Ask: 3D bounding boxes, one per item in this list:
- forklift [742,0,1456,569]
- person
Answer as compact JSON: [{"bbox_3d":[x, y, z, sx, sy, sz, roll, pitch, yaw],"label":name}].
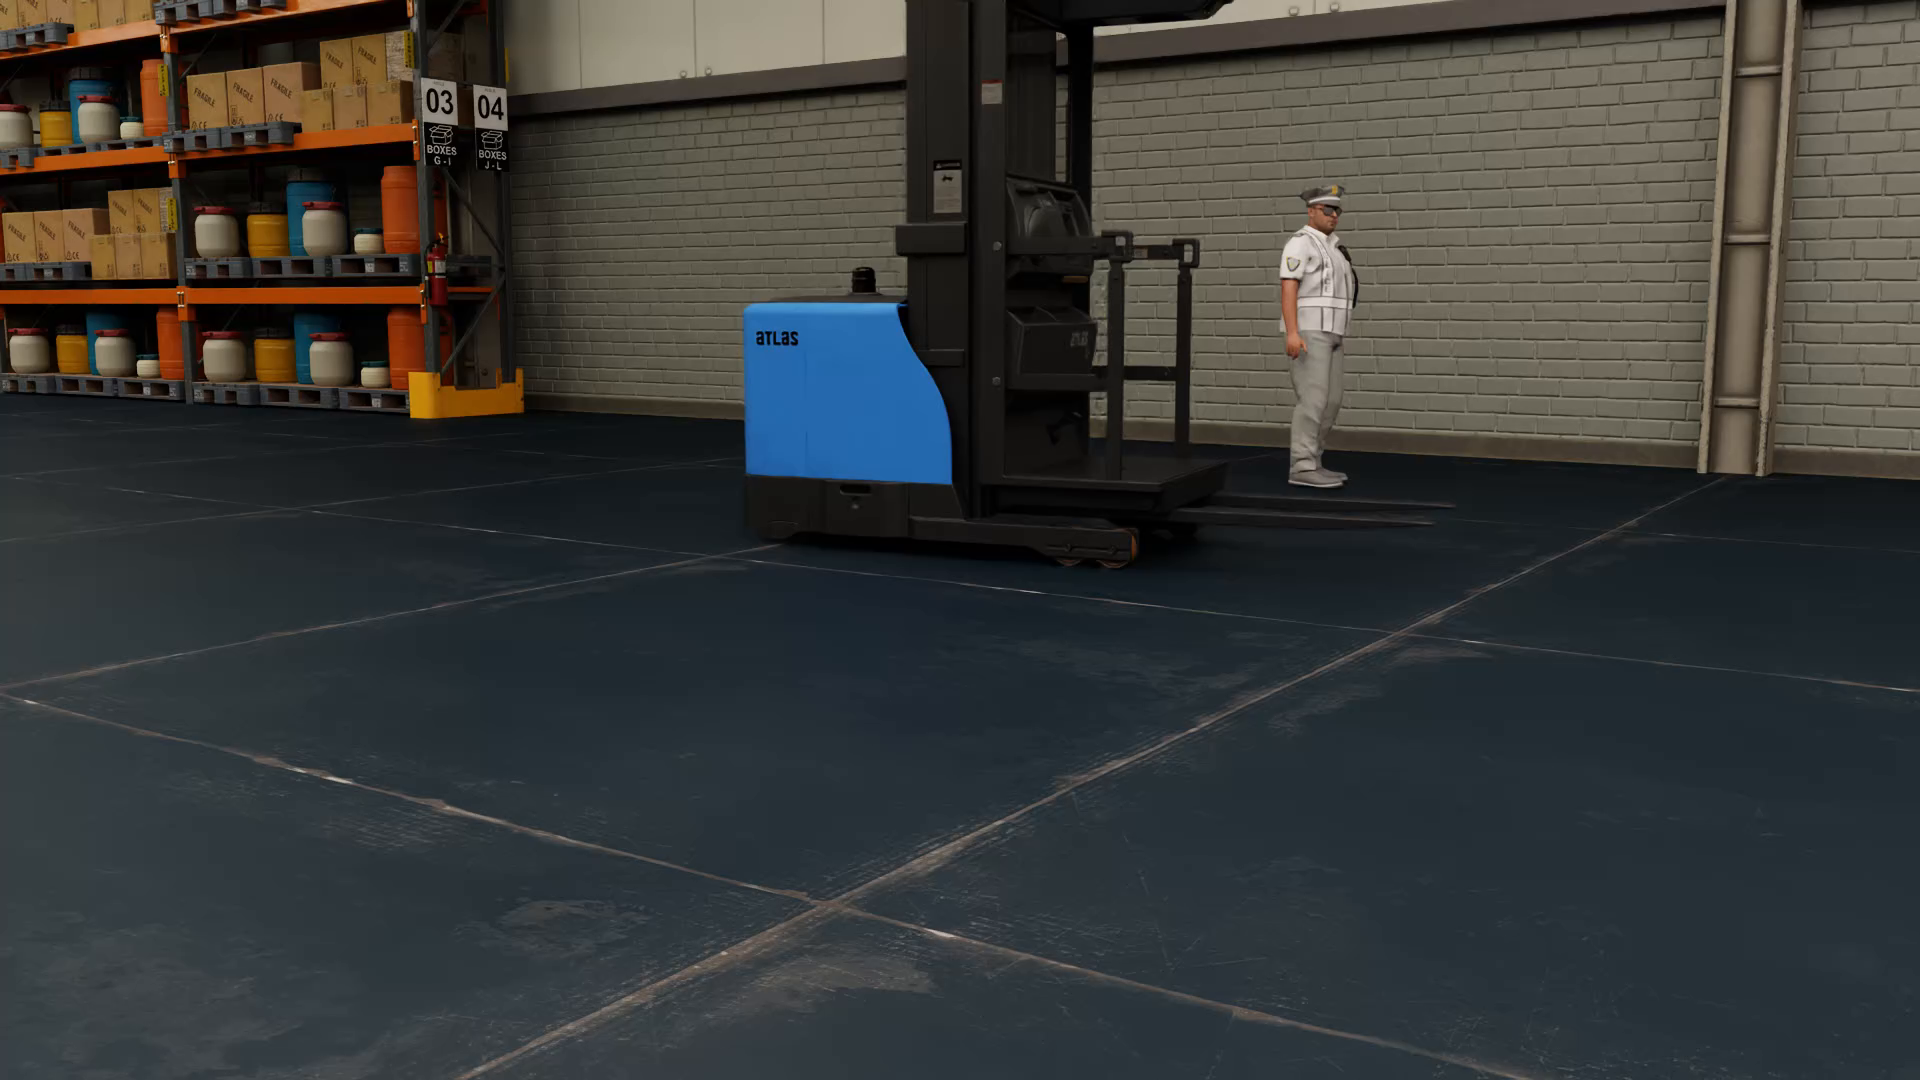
[{"bbox_3d":[0.580,-1.418,7.168,3.031,2.935,1.130,4,9,23],"label":"forklift"},{"bbox_3d":[2.126,-1.204,9.825,0.441,1.761,0.651,5,10,32],"label":"person"}]
